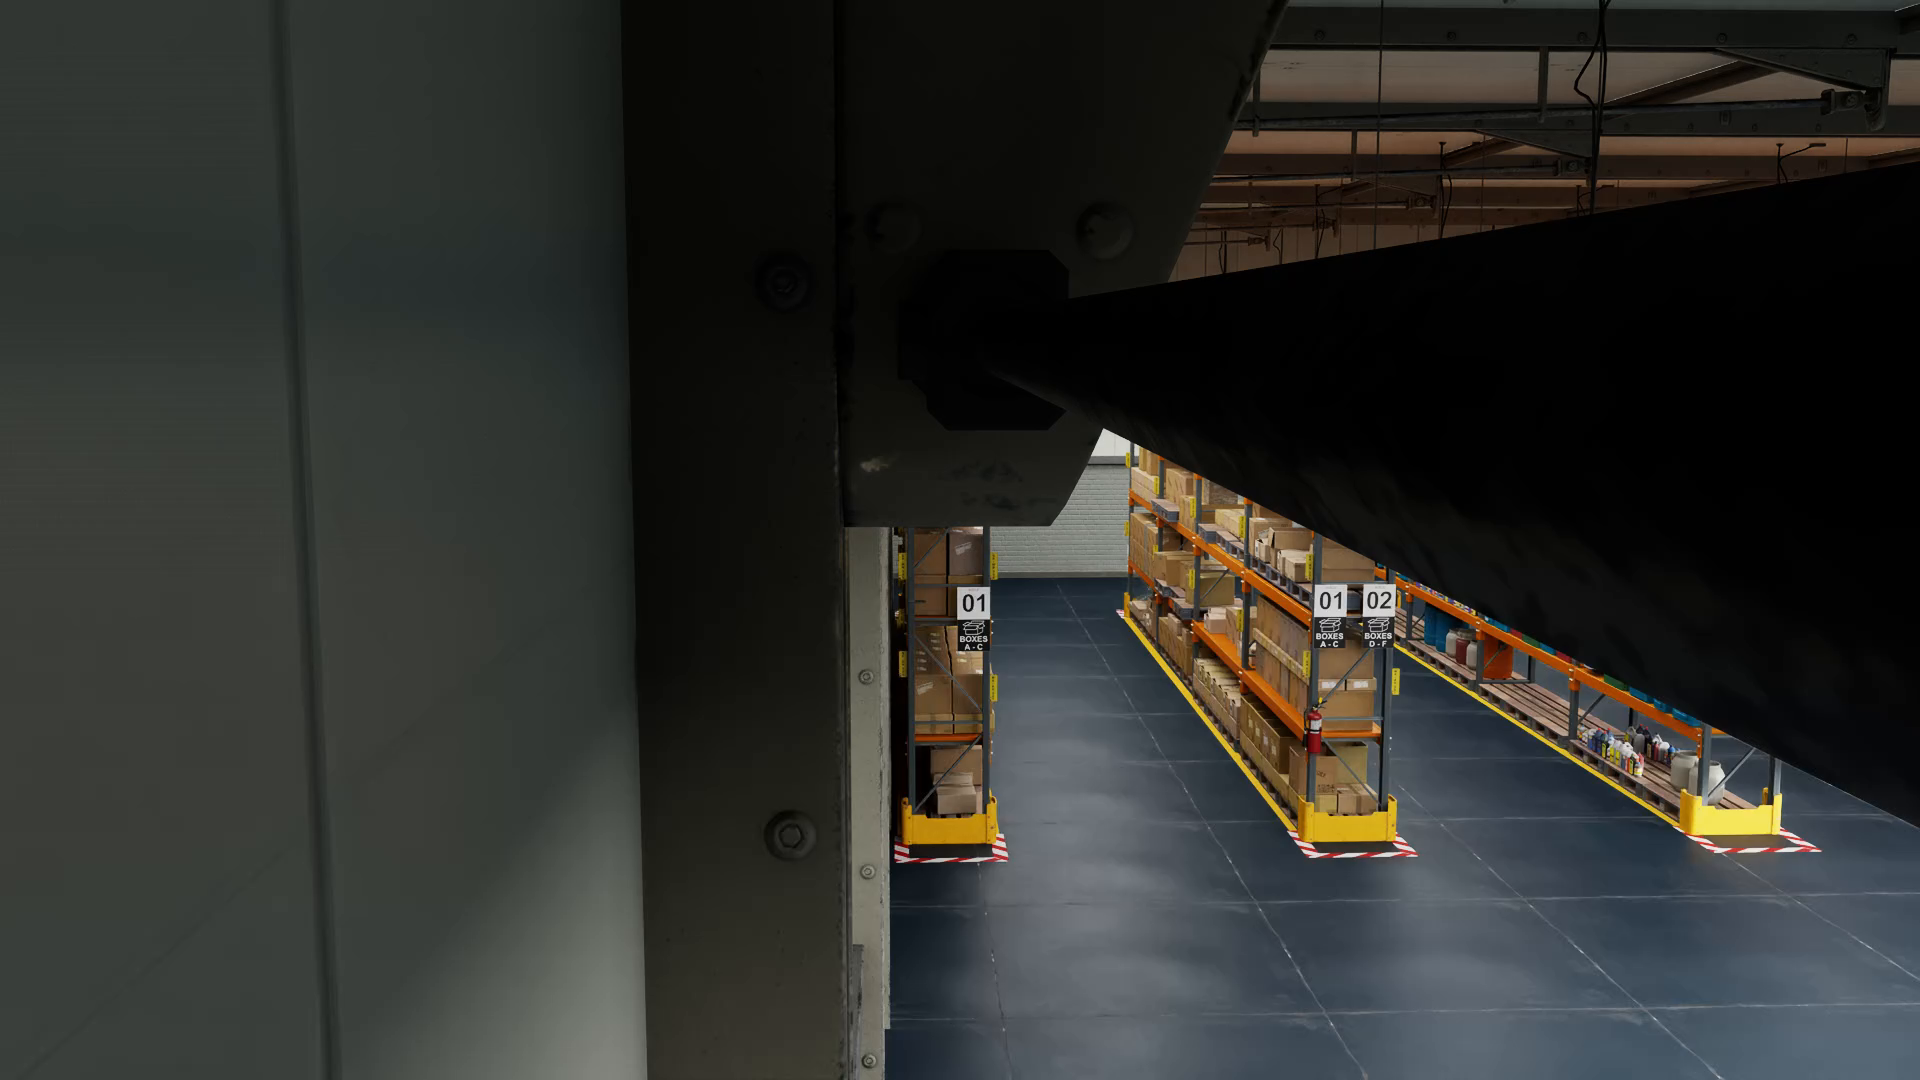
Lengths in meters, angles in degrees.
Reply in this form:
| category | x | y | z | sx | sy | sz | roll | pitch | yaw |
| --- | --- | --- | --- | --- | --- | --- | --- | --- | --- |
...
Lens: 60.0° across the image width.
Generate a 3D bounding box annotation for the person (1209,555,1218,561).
| category | x | y | z | sx | sy | sz | roll | pitch | yaw |
| --- | --- | --- | --- | --- | --- | --- | --- | --- | --- |
| person | 5.690 | 0.755 | 37.052 | 0.865 | 1.667 | 0.617 | -7 | 10 | -44 |
